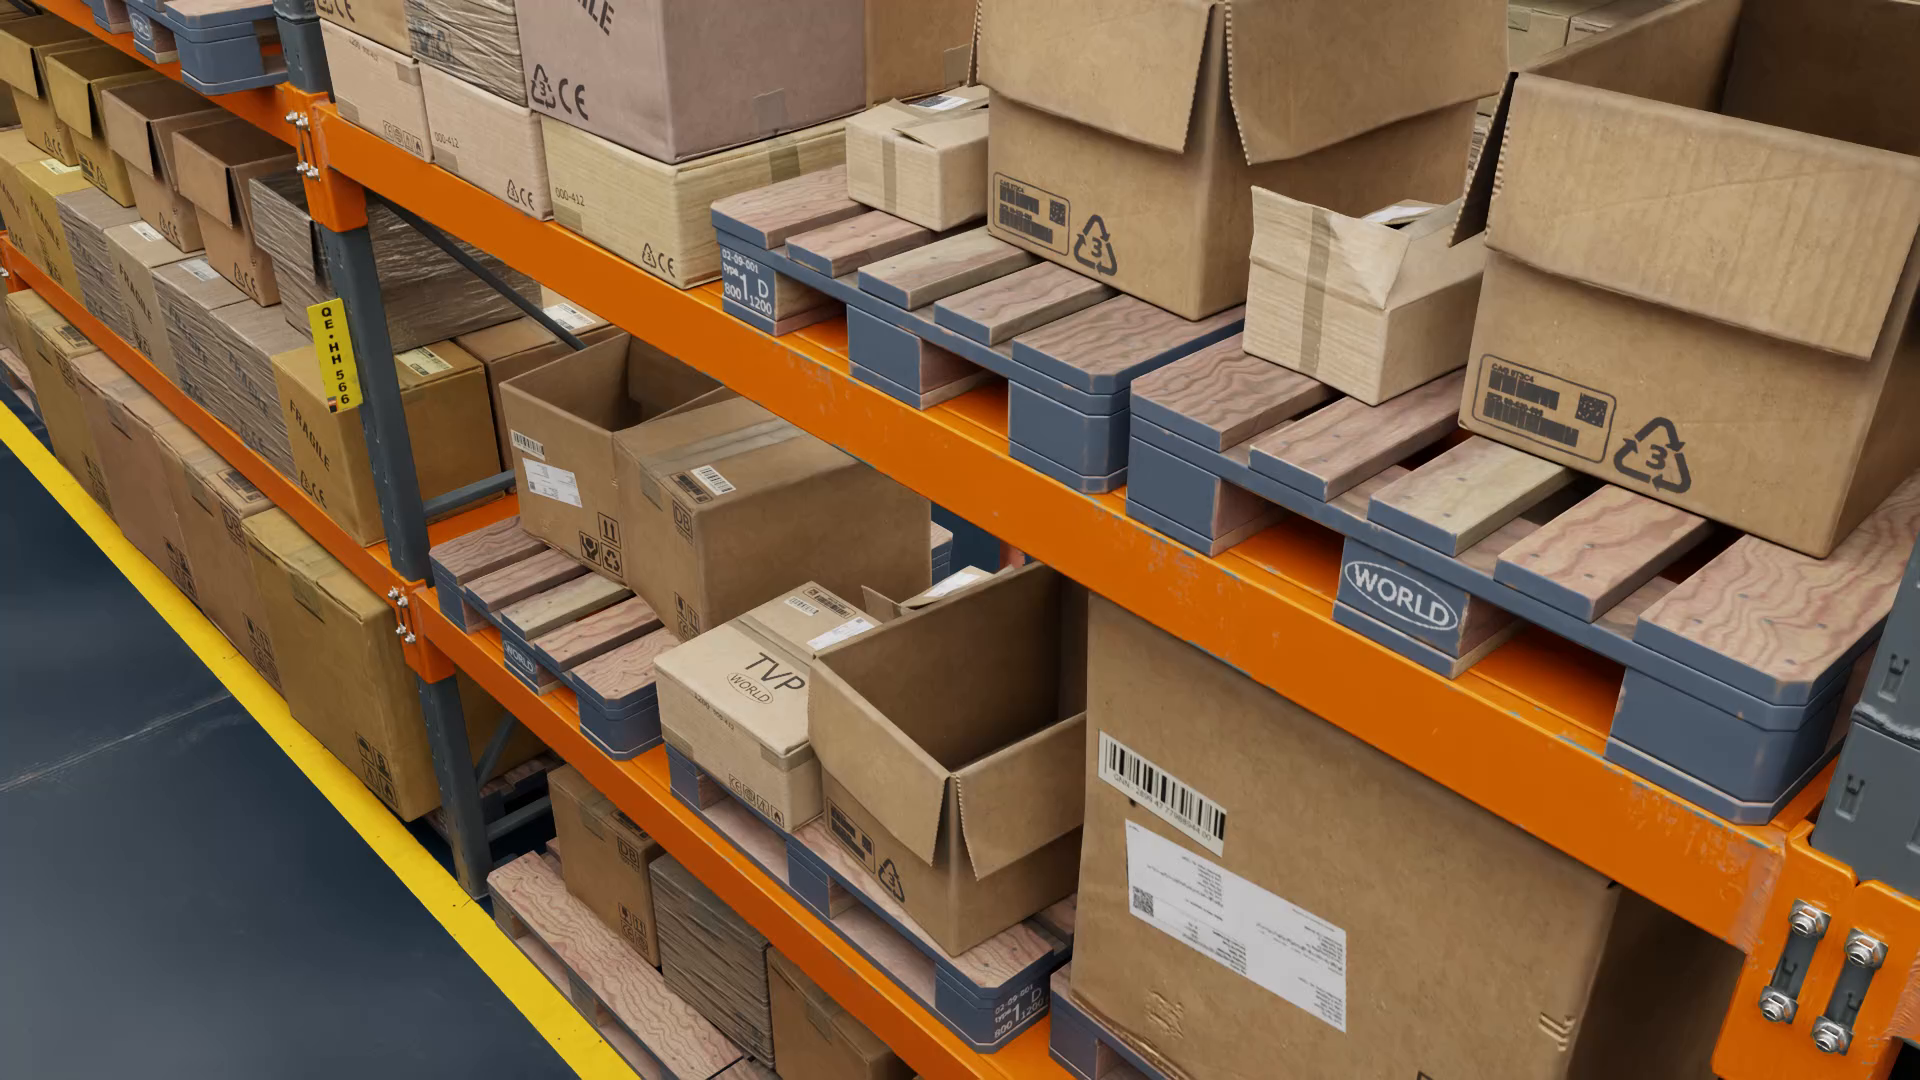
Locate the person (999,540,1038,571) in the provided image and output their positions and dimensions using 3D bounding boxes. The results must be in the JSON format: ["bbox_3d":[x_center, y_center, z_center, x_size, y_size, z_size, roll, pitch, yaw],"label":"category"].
[{"bbox_3d":[0.426,0.271,5.740,0.616,1.860,0.422,-25,39,-35],"label":"person"}]
